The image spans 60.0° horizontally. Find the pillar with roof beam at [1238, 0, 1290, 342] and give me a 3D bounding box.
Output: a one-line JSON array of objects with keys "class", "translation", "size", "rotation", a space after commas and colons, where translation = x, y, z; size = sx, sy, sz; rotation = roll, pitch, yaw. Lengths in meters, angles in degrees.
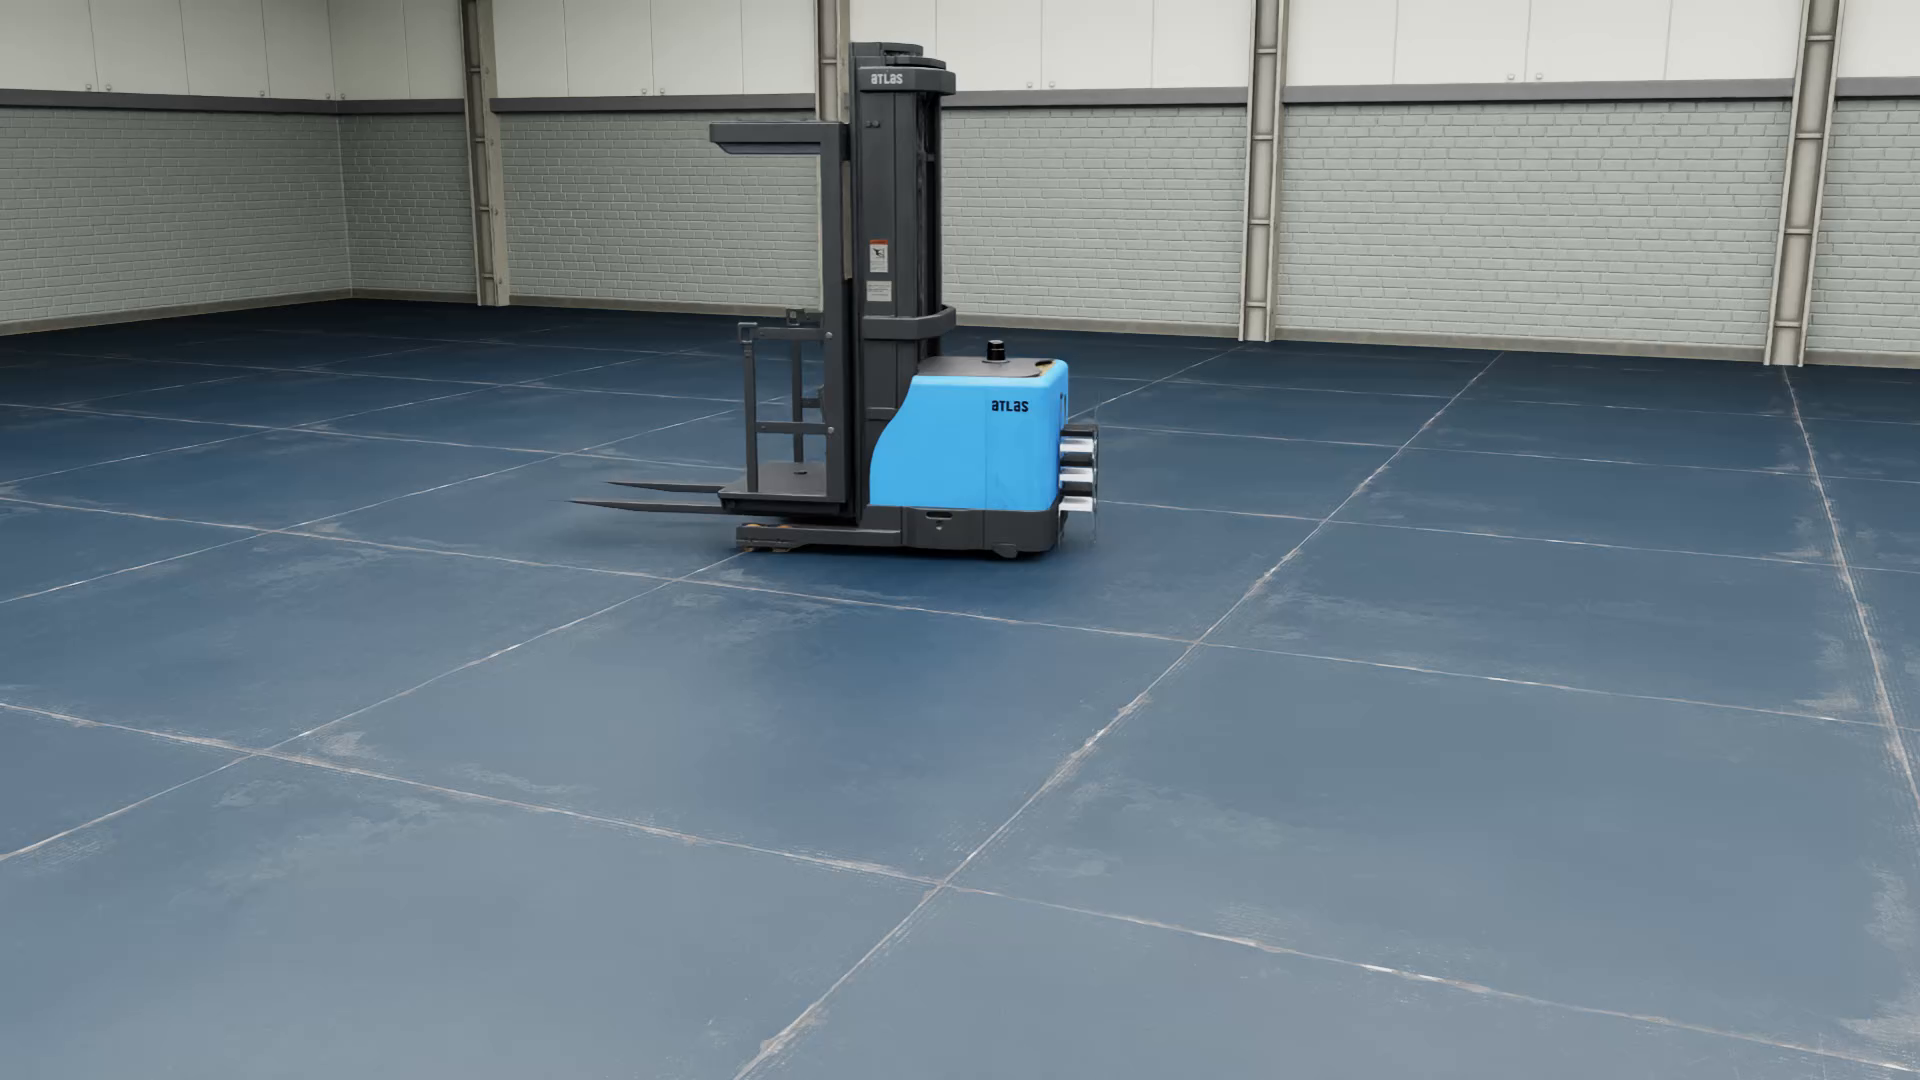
[{"class": "pillar with roof beam", "translation": [2.010, -6.012, 16.177], "size": [0.400, 9.000, 9.100], "rotation": [6, 14, 23]}]

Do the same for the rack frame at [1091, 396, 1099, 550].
[{"class": "rack frame", "translation": [0.816, -0.406, 10.017], "size": [0.006, 0.900, 0.240], "rotation": [2, 13, 10]}]

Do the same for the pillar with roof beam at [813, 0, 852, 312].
[{"class": "pillar with roof beam", "translation": [-3.476, -6.567, 18.542], "size": [0.400, 9.000, 9.100], "rotation": [6, 14, 23]}]

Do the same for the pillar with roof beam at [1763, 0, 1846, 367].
[{"class": "pillar with roof beam", "translation": [7.496, -5.457, 13.811], "size": [0.400, 9.000, 9.100], "rotation": [6, 14, 23]}]

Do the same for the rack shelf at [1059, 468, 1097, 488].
[{"class": "rack shelf", "translation": [0.716, -0.378, 10.043], "size": [0.200, 0.077, 0.258], "rotation": [2, 13, 10]}]

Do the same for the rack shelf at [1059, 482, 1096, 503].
[{"class": "rack shelf", "translation": [0.716, -0.291, 10.063], "size": [0.200, 0.077, 0.258], "rotation": [2, 13, 10]}]

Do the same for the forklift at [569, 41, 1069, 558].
[{"class": "forklift", "translation": [-0.882, -1.465, 10.080], "size": [3.031, 2.935, 1.130], "rotation": [2, 13, 10]}]

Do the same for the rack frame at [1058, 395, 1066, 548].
[{"class": "rack frame", "translation": [0.616, -0.415, 10.053], "size": [0.006, 0.900, 0.240], "rotation": [2, 13, 10]}]

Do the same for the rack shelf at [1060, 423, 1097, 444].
[{"class": "rack shelf", "translation": [0.716, -0.641, 9.981], "size": [0.200, 0.077, 0.258], "rotation": [2, 13, 10]}]

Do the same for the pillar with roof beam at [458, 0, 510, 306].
[{"class": "pillar with roof beam", "translation": [-8.962, -7.122, 20.908], "size": [0.400, 9.000, 9.100], "rotation": [6, 14, 23]}]

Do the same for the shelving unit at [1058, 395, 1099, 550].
[{"class": "shelving unit", "translation": [0.716, -0.411, 10.035], "size": [0.210, 0.900, 0.258], "rotation": [2, 13, 10]}]

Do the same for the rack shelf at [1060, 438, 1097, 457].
[{"class": "rack shelf", "translation": [0.716, -0.553, 10.002], "size": [0.200, 0.077, 0.258], "rotation": [2, 13, 10]}]

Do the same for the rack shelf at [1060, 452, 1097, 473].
[{"class": "rack shelf", "translation": [0.716, -0.466, 10.022], "size": [0.200, 0.077, 0.258], "rotation": [2, 13, 10]}]

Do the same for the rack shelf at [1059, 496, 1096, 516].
[{"class": "rack shelf", "translation": [0.716, -0.203, 10.084], "size": [0.200, 0.077, 0.258], "rotation": [2, 13, 10]}]
